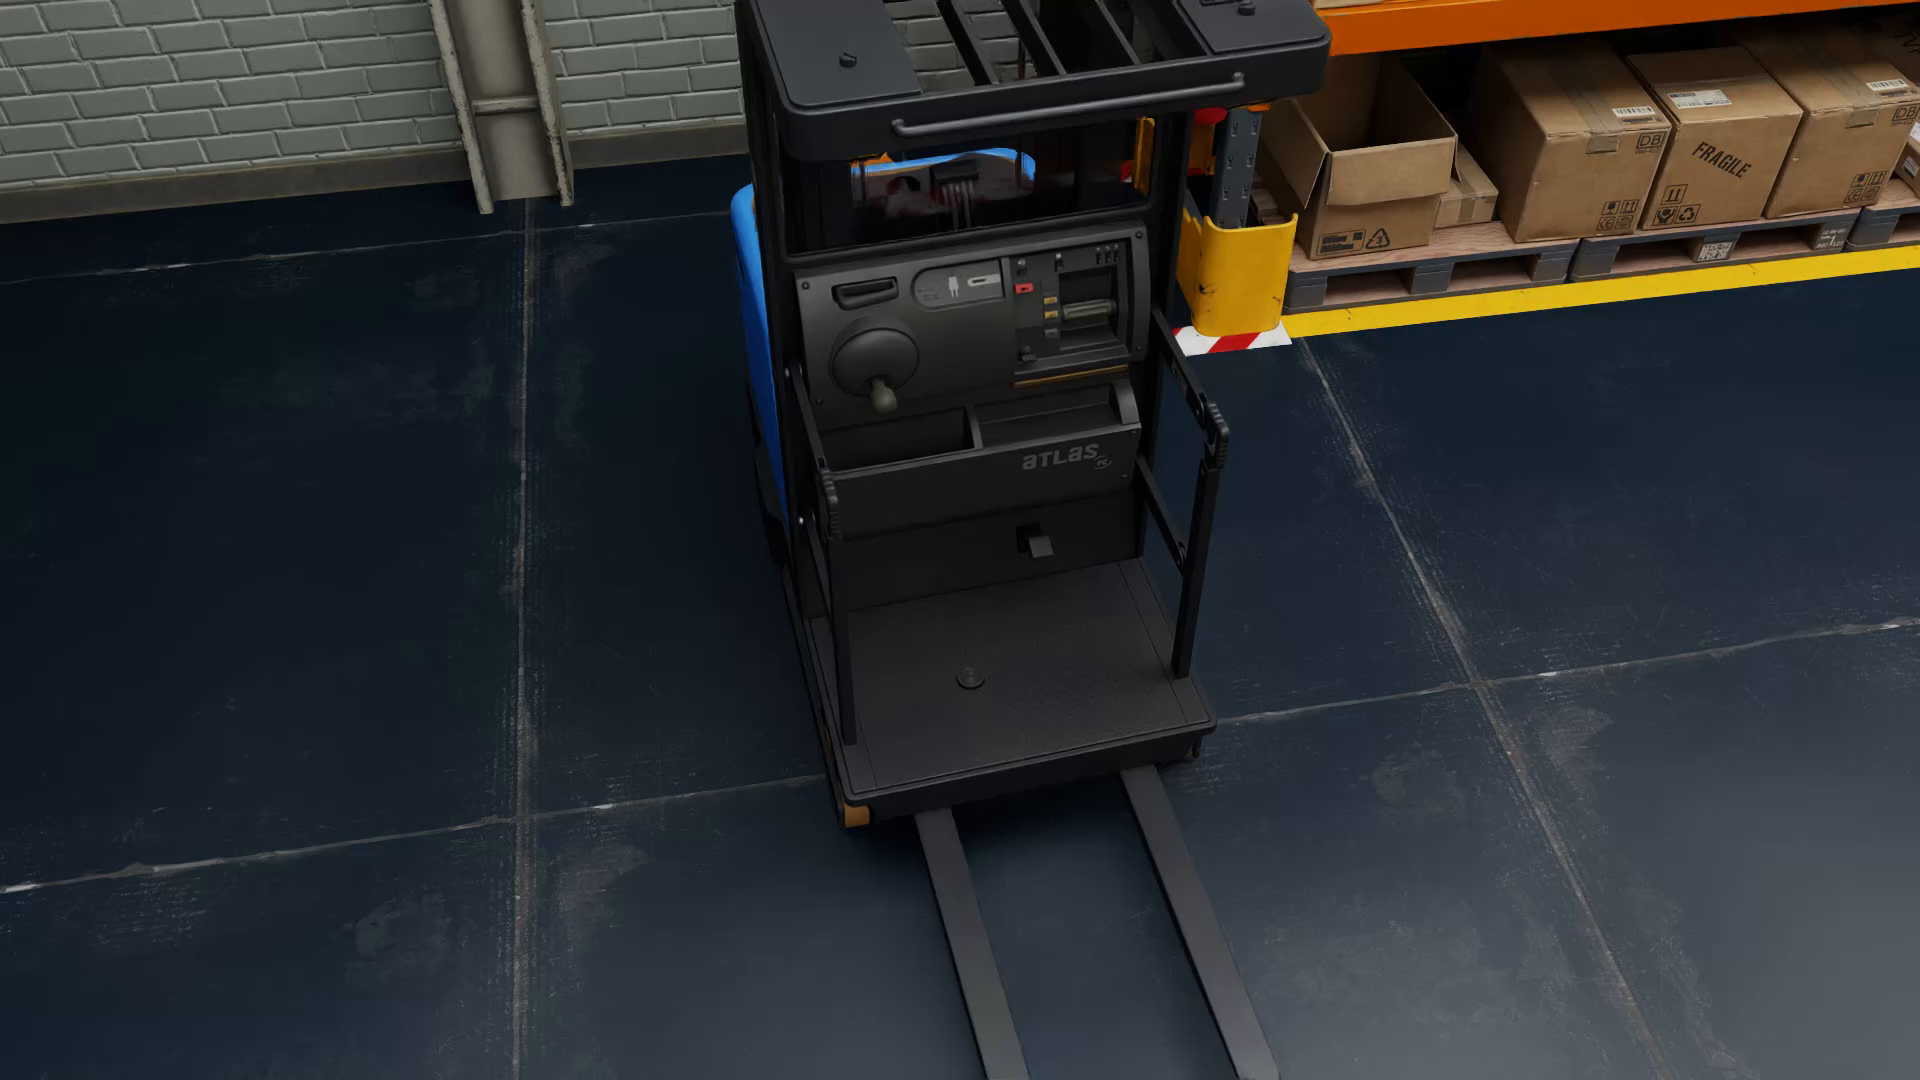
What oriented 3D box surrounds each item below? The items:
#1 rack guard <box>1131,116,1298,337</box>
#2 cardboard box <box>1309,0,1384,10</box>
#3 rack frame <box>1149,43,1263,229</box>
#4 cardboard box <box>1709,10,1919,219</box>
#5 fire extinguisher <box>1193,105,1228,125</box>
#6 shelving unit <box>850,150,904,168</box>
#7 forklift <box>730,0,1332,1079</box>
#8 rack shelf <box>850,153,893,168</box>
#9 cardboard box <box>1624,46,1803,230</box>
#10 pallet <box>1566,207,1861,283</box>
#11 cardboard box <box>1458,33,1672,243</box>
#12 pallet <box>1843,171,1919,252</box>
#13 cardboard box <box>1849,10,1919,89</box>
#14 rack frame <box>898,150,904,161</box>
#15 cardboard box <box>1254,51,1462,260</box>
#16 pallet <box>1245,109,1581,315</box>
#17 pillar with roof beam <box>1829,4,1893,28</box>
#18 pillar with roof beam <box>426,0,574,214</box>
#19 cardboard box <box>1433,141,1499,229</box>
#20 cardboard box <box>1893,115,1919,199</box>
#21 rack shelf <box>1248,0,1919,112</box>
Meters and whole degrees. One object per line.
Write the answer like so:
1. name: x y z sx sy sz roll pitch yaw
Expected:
1. rack guard: 1.006 -1.397 6.749 0.348 0.500 1.175 -7 46 -7
2. cardboard box: 1.302 -2.013 5.781 0.250 0.149 0.380 -7 47 -7
3. rack frame: 0.931 -2.255 5.839 0.127 3.000 1.000 -7 46 -7
4. cardboard box: 3.422 -1.746 6.793 0.500 0.500 0.700 -9 47 -8
5. fire extinguisher: 0.865 -1.752 5.668 0.183 0.674 0.296 -7 46 -7
6. shelving unit: -0.333 -0.998 5.974 0.252 1.050 0.215 -16 45 -15
7. forklift: 0.099 -0.479 4.177 1.130 2.935 3.031 -10 47 -10
8. rack shelf: -0.339 -1.198 5.788 0.240 0.259 0.215 -16 45 -15
9. cardboard box: 2.937 -1.612 6.665 0.500 0.500 0.500 -6 46 -6
10. pallet: 2.991 -1.542 7.090 1.213 0.211 1.003 -7 46 -7
11. cardboard box: 2.399 -1.618 6.670 0.500 0.500 0.700 -5 46 -5
12. pallet: 4.196 -1.695 7.236 1.213 0.211 1.003 -7 46 -7
13. cardboard box: 4.182 -2.045 7.213 0.500 0.311 0.500 -6 46 -5
14. rack frame: -0.220 -1.030 6.005 0.008 1.050 0.200 -16 45 -15
15. cardboard box: 1.550 -1.542 6.595 0.637 0.503 0.797 -9 47 -8
16. pallet: 1.792 -1.395 6.948 1.213 0.211 1.003 -7 46 -7
17. pillar with roof beam: 4.767 -2.327 1.743 0.400 9.000 9.100 -7 46 -7
18. pillar with roof beam: -1.145 -1.590 1.033 0.400 9.000 9.100 -7 46 -7
19. cardboard box: 1.976 -1.444 6.746 0.250 0.149 0.380 -9 47 -8
20. cardboard box: 4.022 -1.622 6.837 0.258 0.266 0.396 -6 46 -5
21. rack shelf: 2.902 -2.251 6.335 4.000 0.370 1.077 -7 46 -7
